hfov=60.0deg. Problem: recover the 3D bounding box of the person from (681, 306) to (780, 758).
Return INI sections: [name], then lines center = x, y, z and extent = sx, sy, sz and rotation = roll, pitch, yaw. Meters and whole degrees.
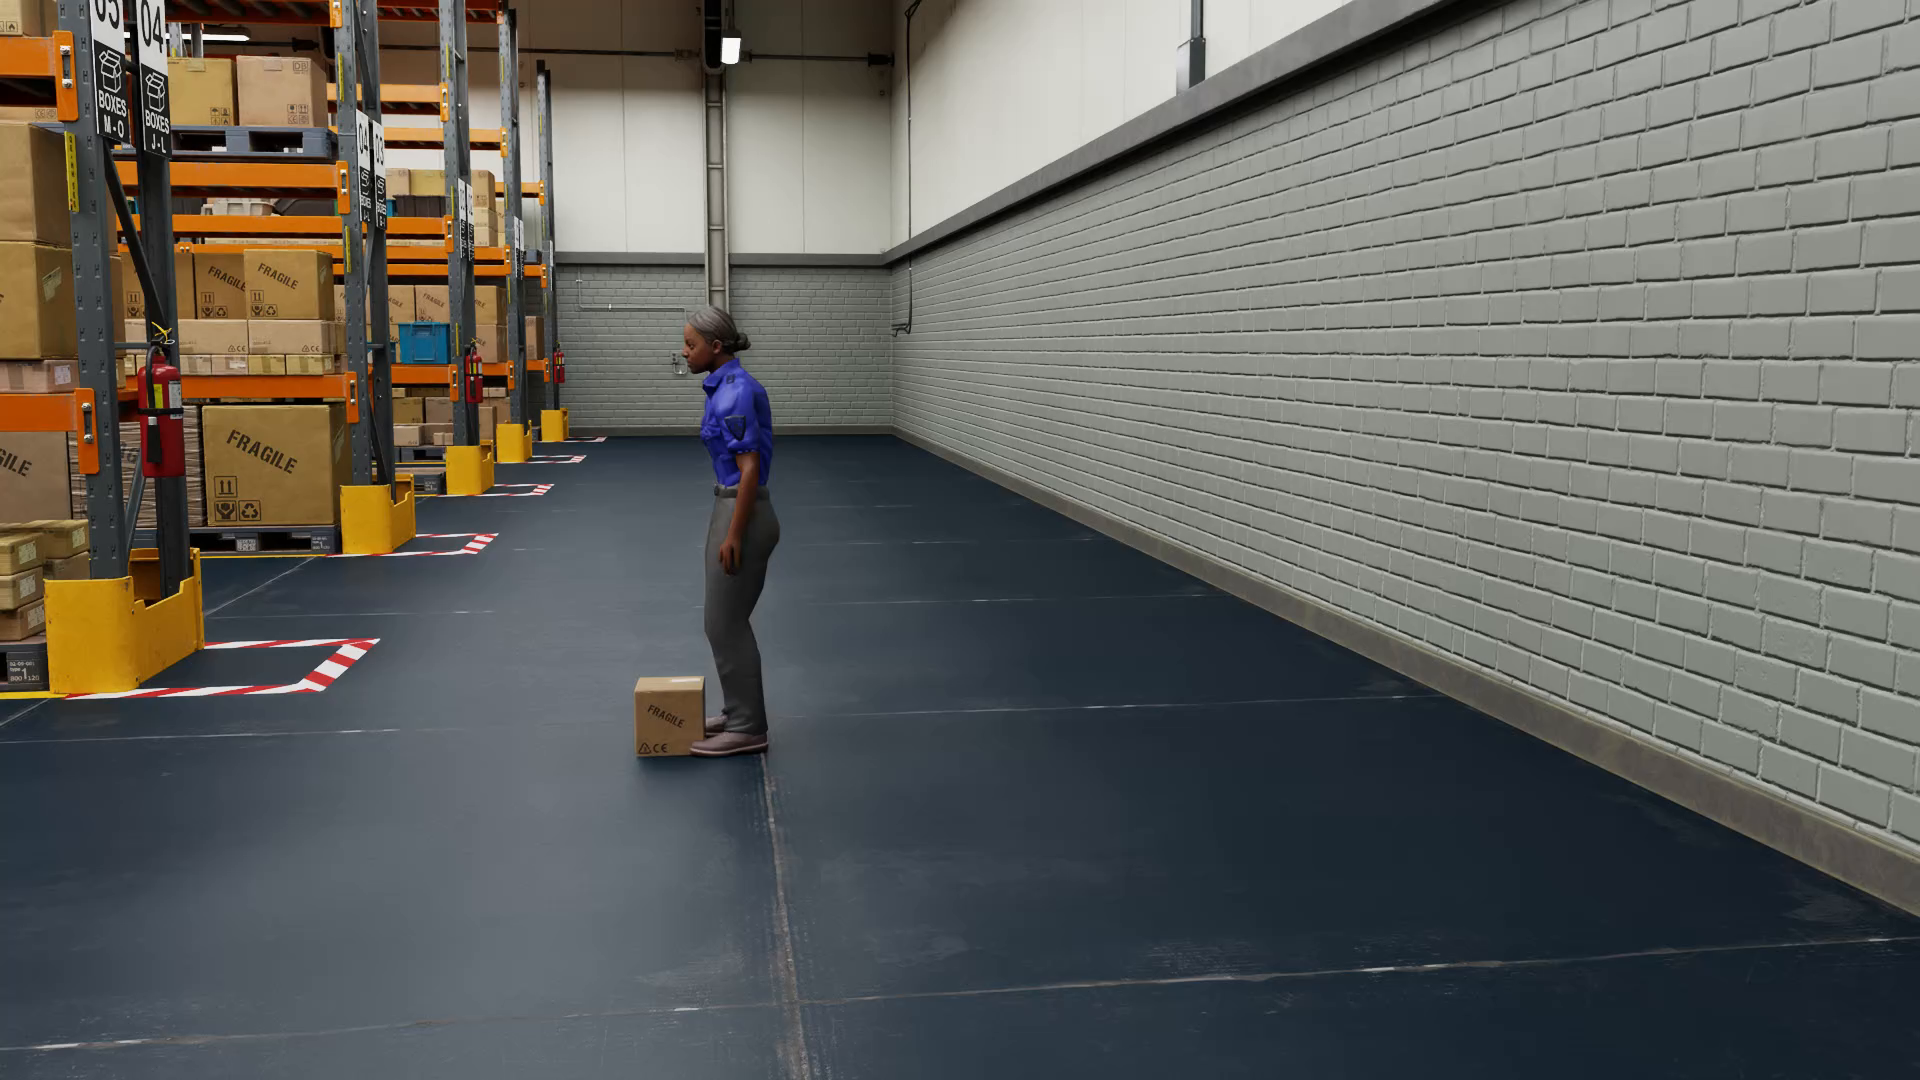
[person]
center = -0.856, -0.041, 6.217
extent = 0.351, 1.653, 0.524
rotation = -1, 7, -12
